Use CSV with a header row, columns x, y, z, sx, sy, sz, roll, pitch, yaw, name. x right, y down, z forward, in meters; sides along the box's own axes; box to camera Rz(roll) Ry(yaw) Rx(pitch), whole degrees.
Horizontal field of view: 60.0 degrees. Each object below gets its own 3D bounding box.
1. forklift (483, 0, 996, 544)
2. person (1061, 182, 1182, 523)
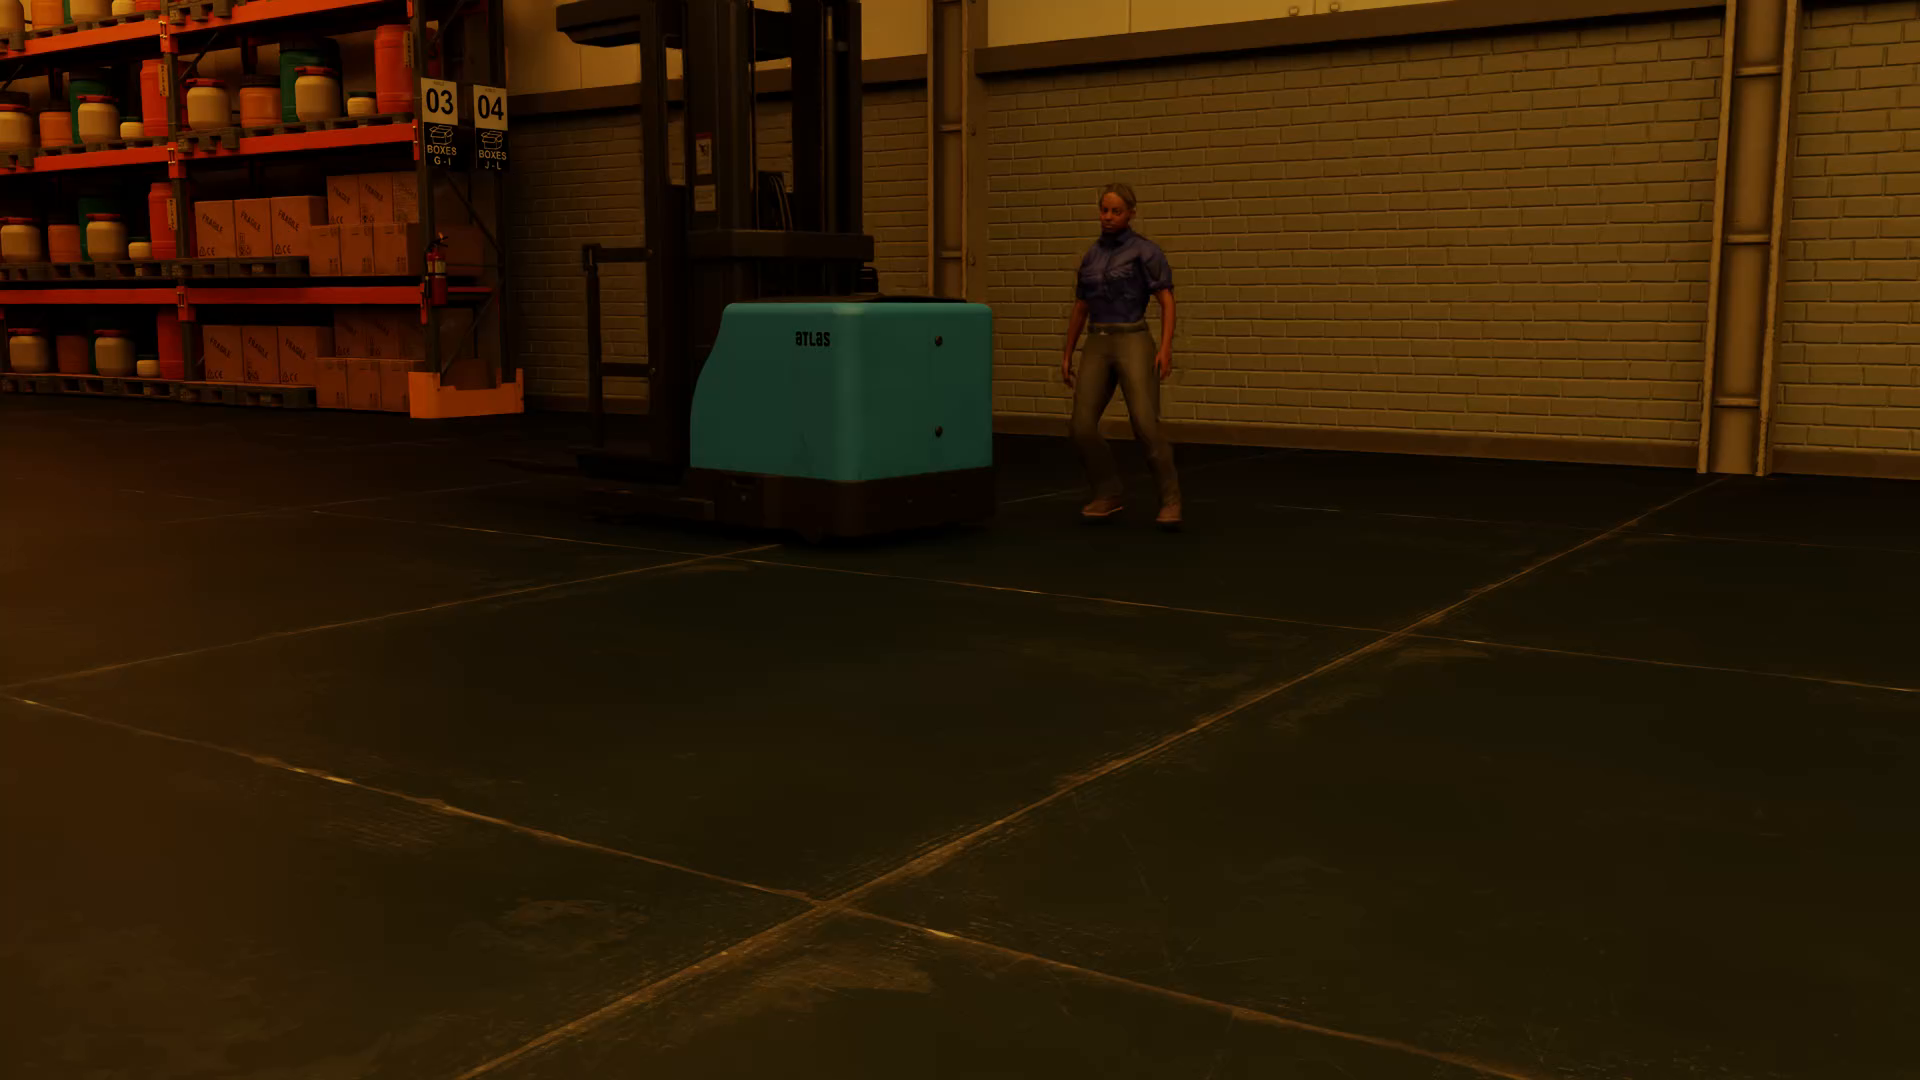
x,y,z,sx,sy,sz,roll,pitch,yaw,name
-1.278,-1.582,8.317,3.031,2.935,1.130,7,11,40,forklift
0.780,-0.900,7.980,0.715,1.602,0.345,6,10,38,person
